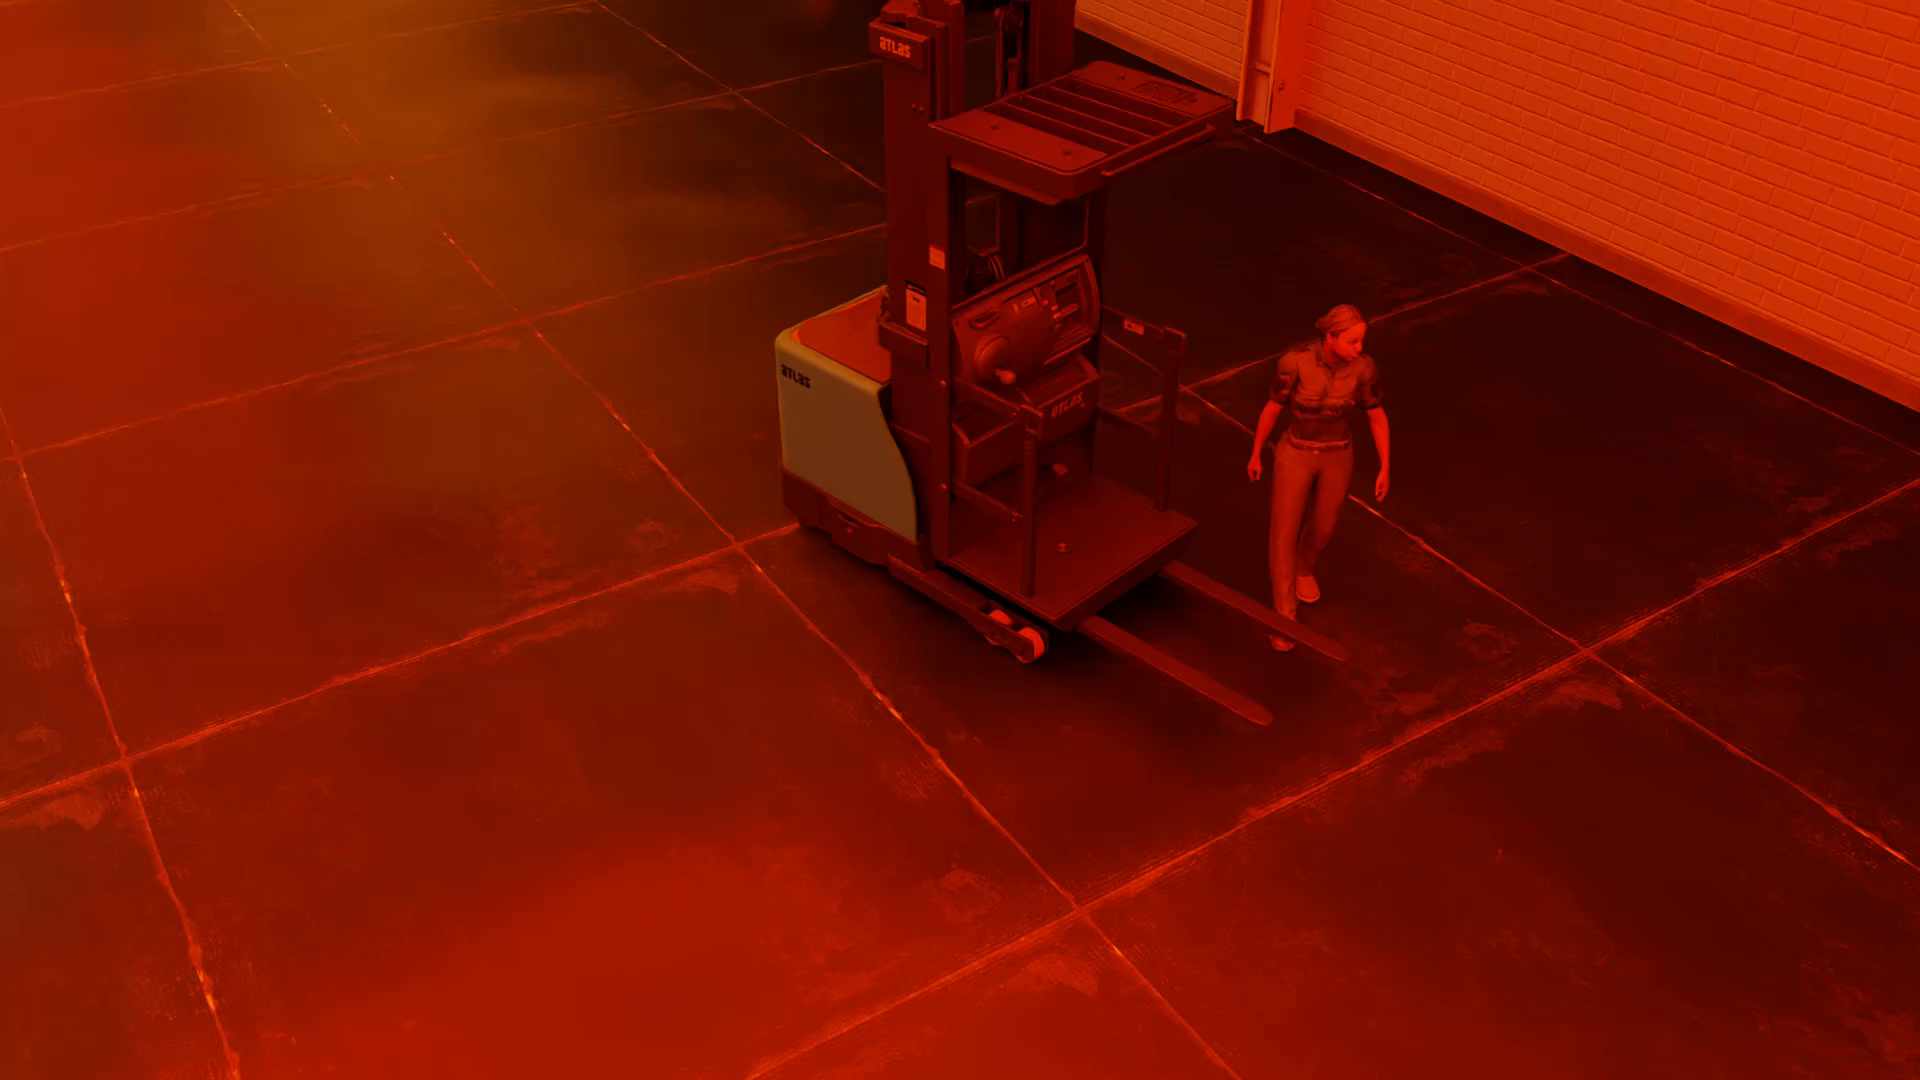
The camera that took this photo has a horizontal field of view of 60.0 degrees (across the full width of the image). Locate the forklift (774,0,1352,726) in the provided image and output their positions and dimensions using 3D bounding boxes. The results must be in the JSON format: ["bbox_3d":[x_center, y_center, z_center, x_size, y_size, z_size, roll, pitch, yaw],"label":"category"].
[{"bbox_3d":[0.463,-0.958,7.510,3.031,2.935,1.130,29,44,35],"label":"forklift"}]

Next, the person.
[{"bbox_3d":[1.678,-0.311,7.722,0.625,1.636,0.706,-1,35,-2],"label":"person"}]
